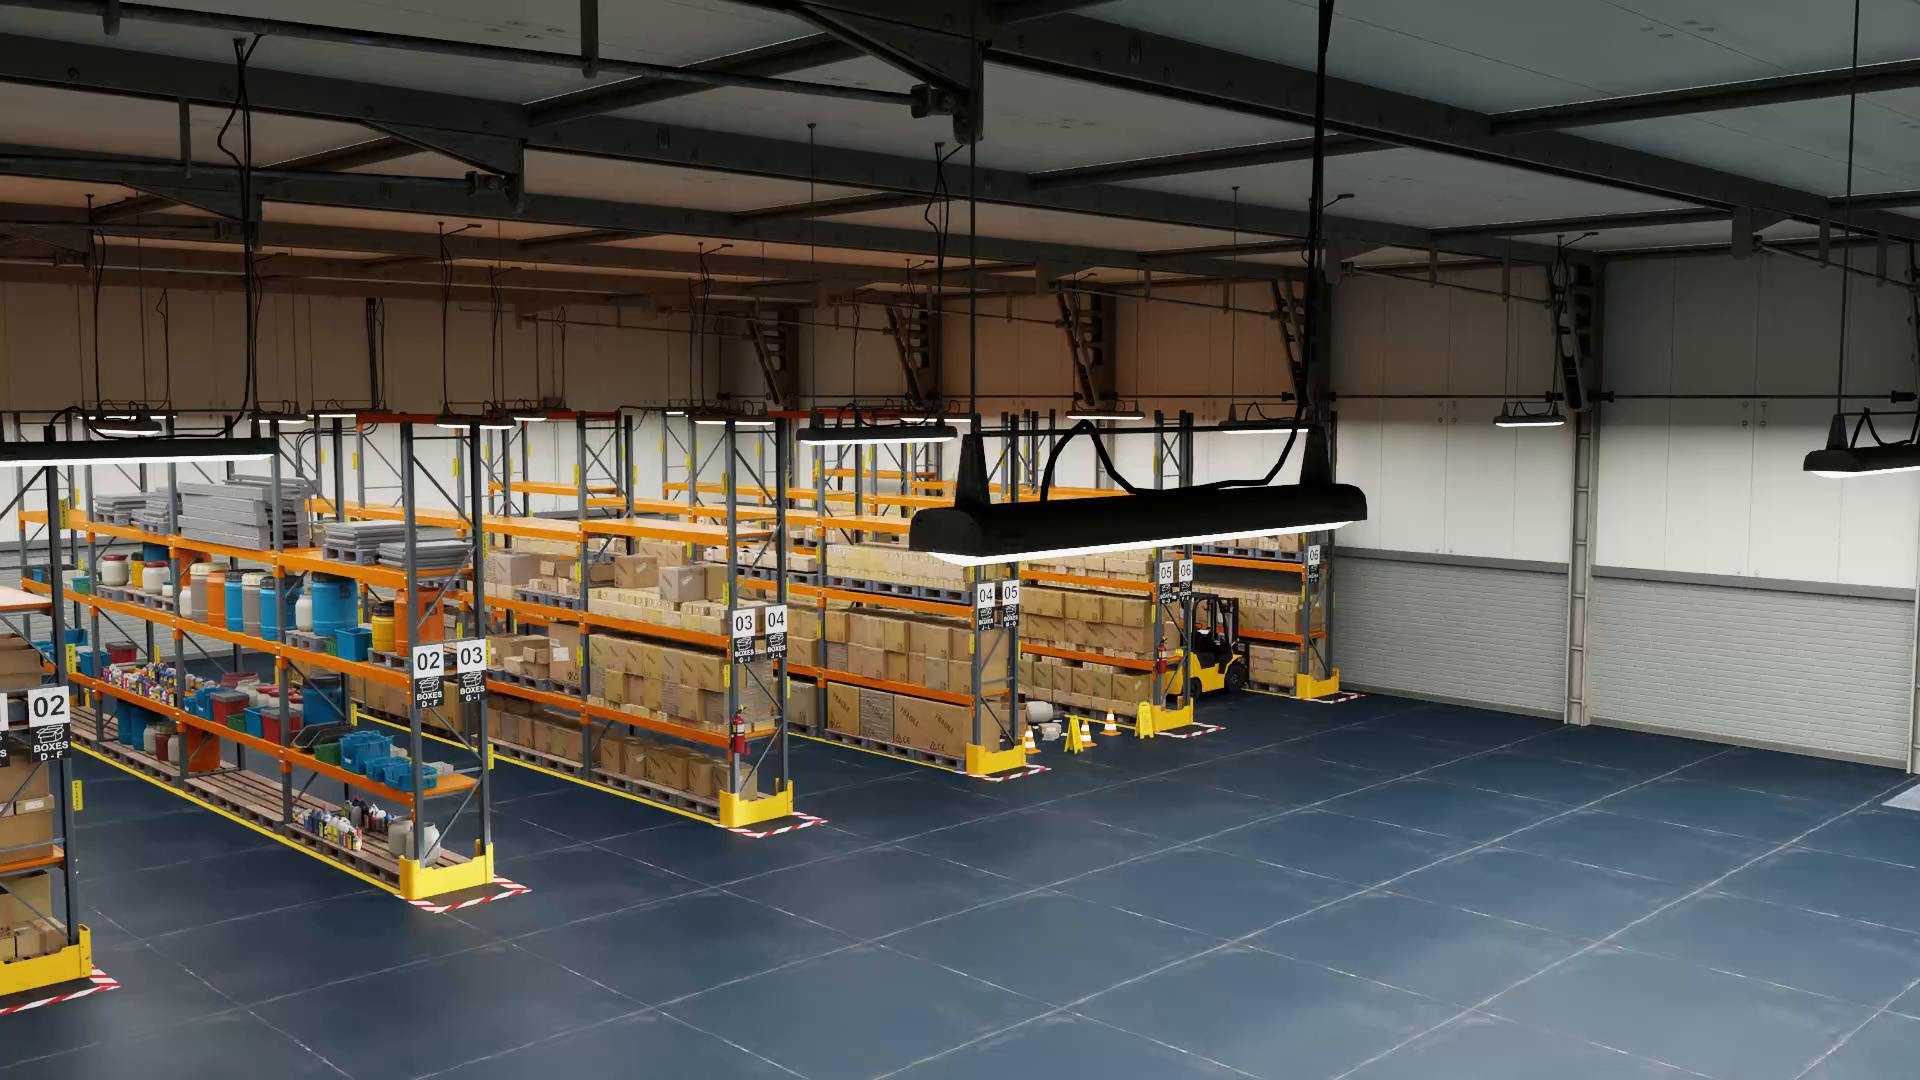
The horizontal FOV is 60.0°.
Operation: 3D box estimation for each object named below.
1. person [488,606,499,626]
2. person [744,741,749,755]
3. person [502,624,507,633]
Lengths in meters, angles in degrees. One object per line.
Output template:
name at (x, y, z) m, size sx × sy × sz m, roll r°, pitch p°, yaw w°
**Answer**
person at (-11.361, 2.025, 40.506) m, size 0.608 × 1.624 × 0.633 m, roll -1°, pitch 5°, yaw -13°
person at (-3.767, 2.950, 29.273) m, size 0.728 × 1.663 × 0.592 m, roll 3°, pitch 6°, yaw 33°
person at (-9.158, 2.556, 33.512) m, size 0.889 × 1.754 × 0.610 m, roll 5°, pitch 7°, yaw 45°
